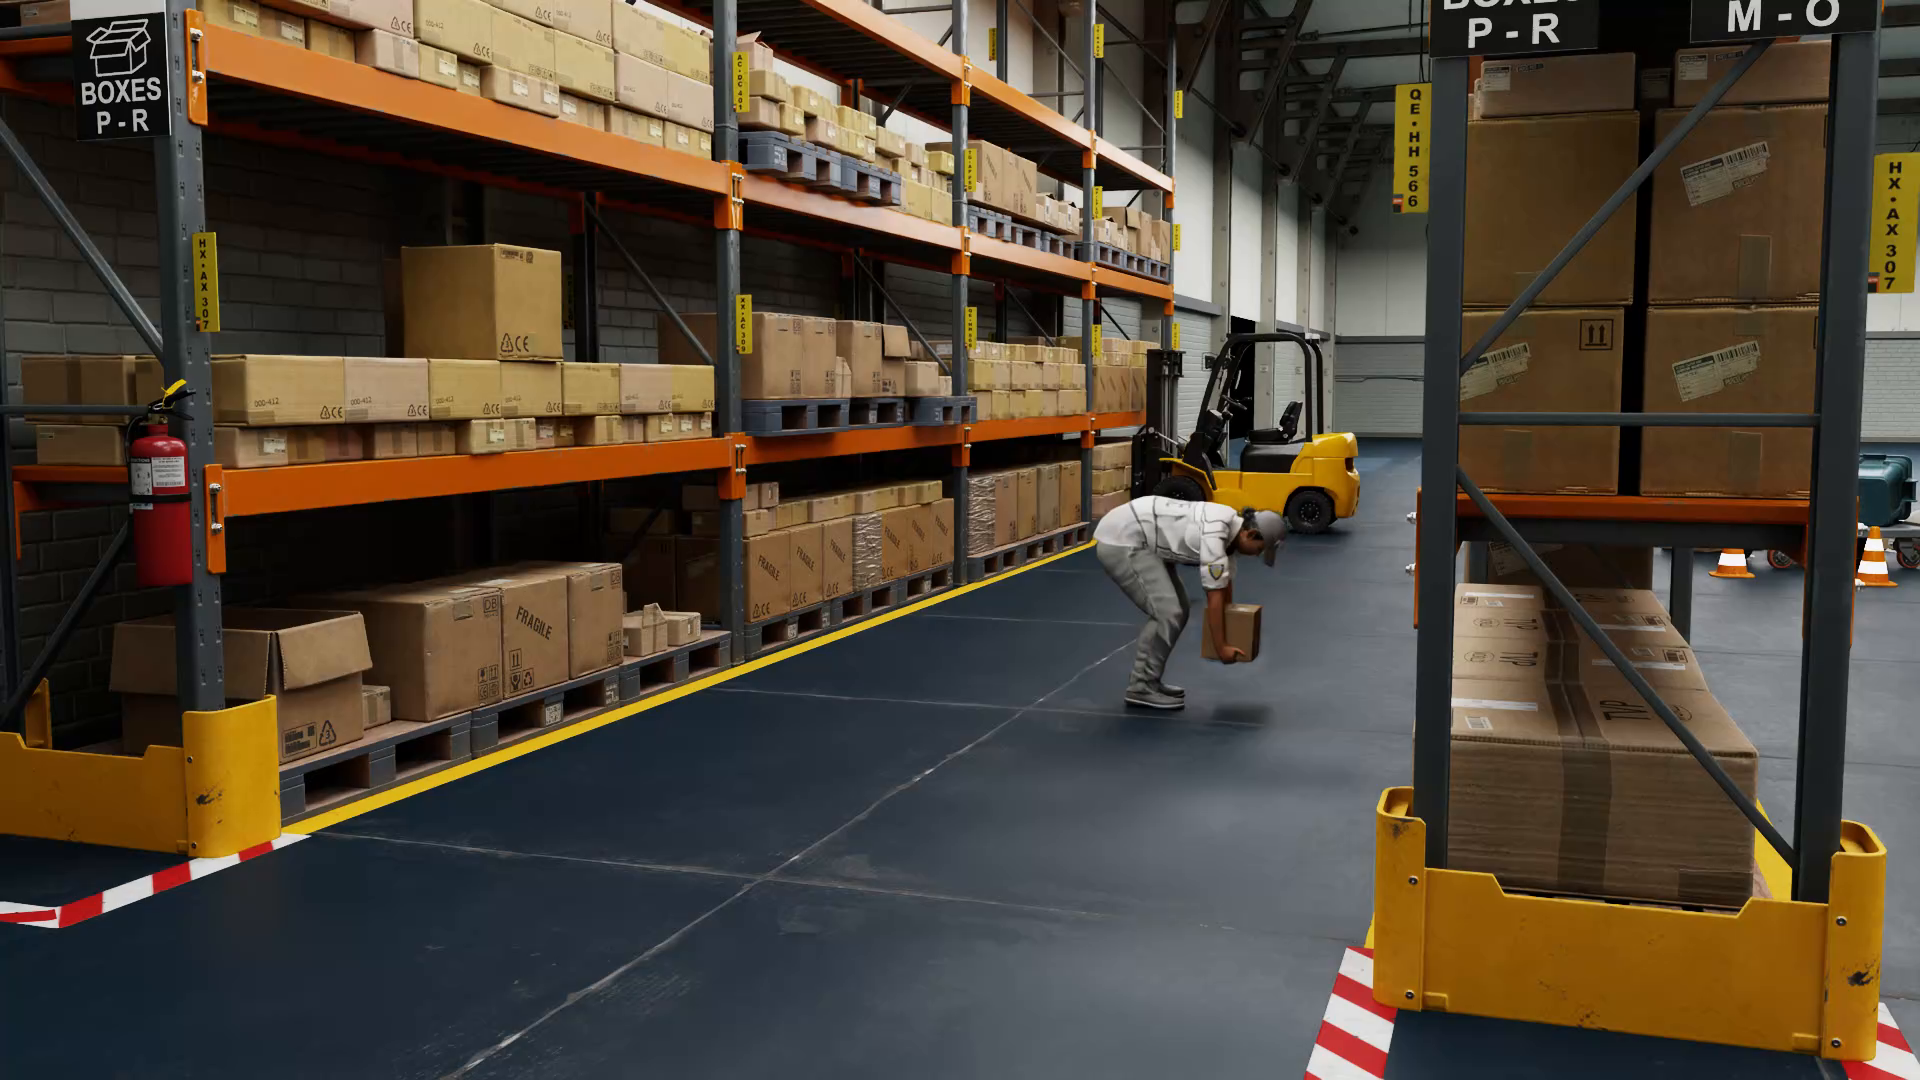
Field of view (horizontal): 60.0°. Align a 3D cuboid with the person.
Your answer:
[{"bbox_3d":[1.143,0.305,8.309,0.952,1.047,0.476,2,6,16],"label":"person"}]
